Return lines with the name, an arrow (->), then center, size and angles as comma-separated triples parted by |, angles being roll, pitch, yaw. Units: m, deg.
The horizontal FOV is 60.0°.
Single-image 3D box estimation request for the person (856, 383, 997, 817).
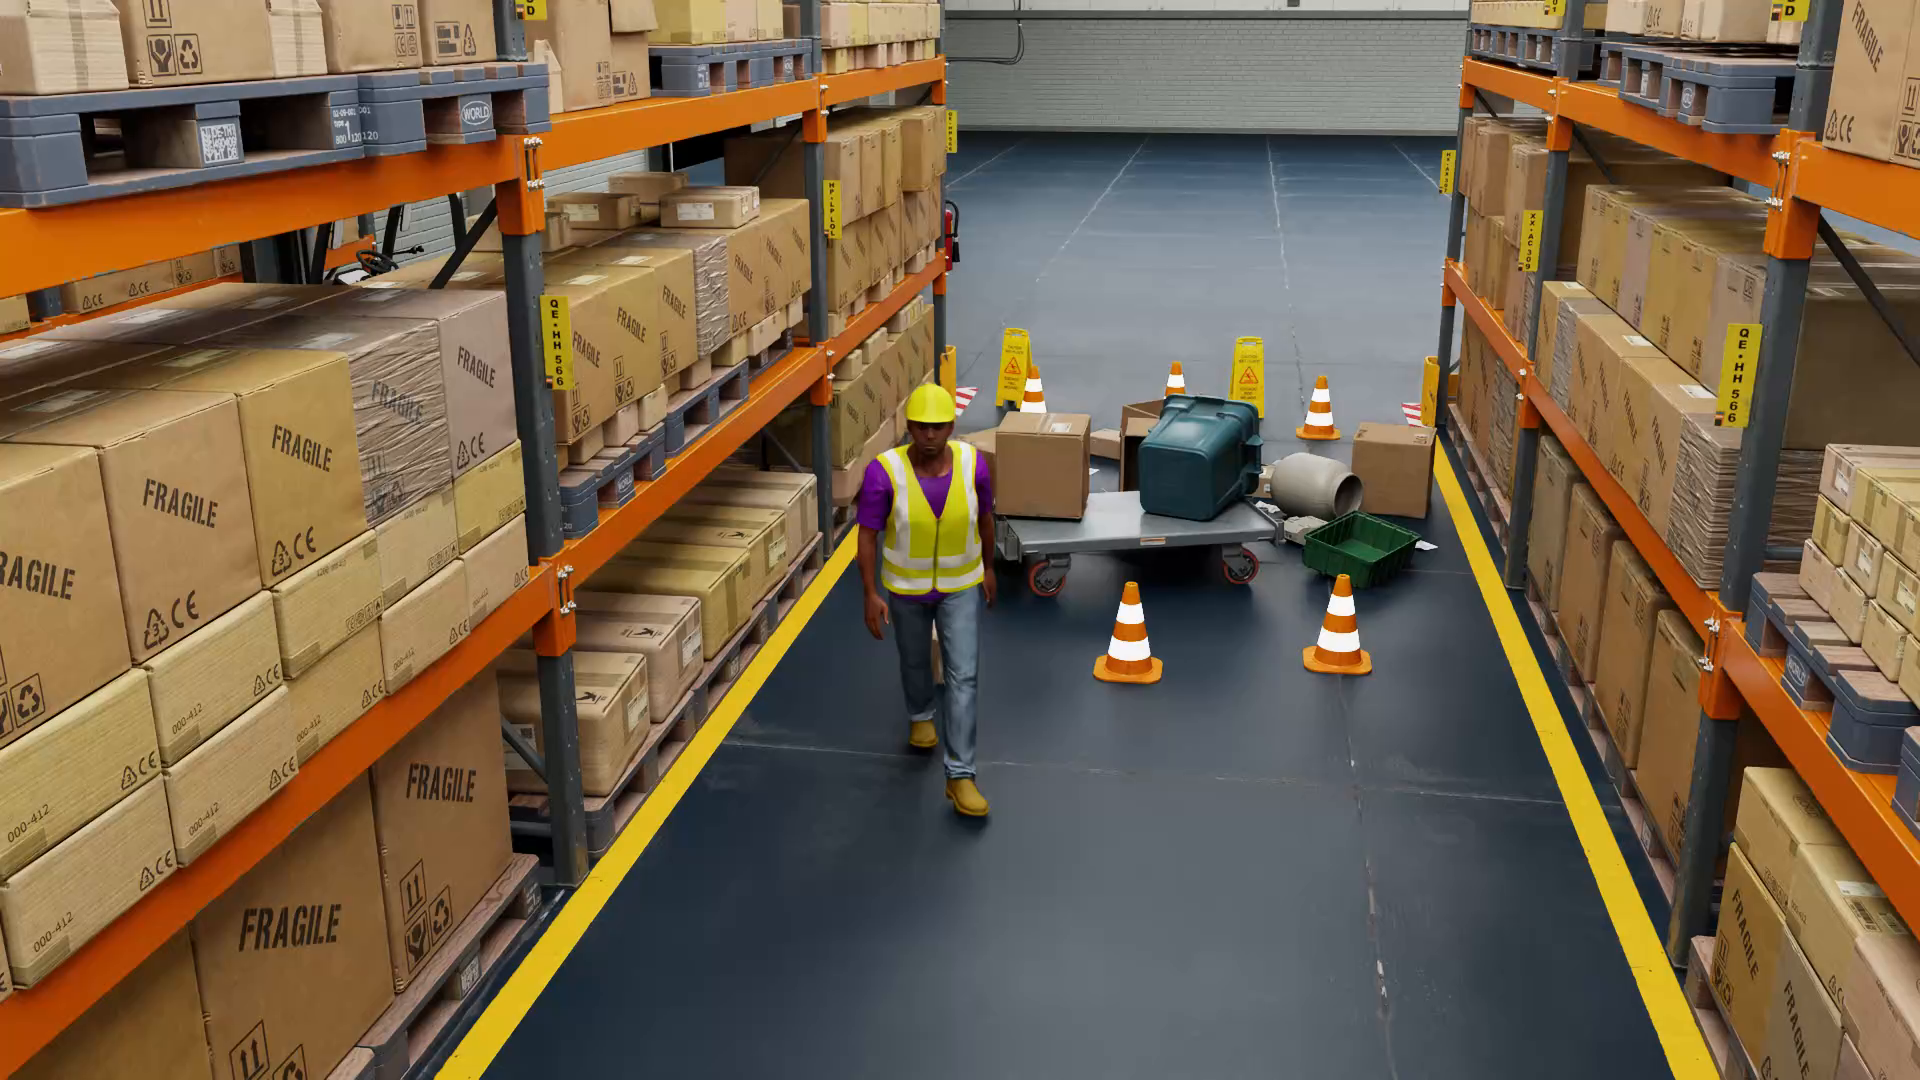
person -> -0.123, 0.185, 6.904 | 0.604, 1.699, 0.986 | -1, 18, -4
